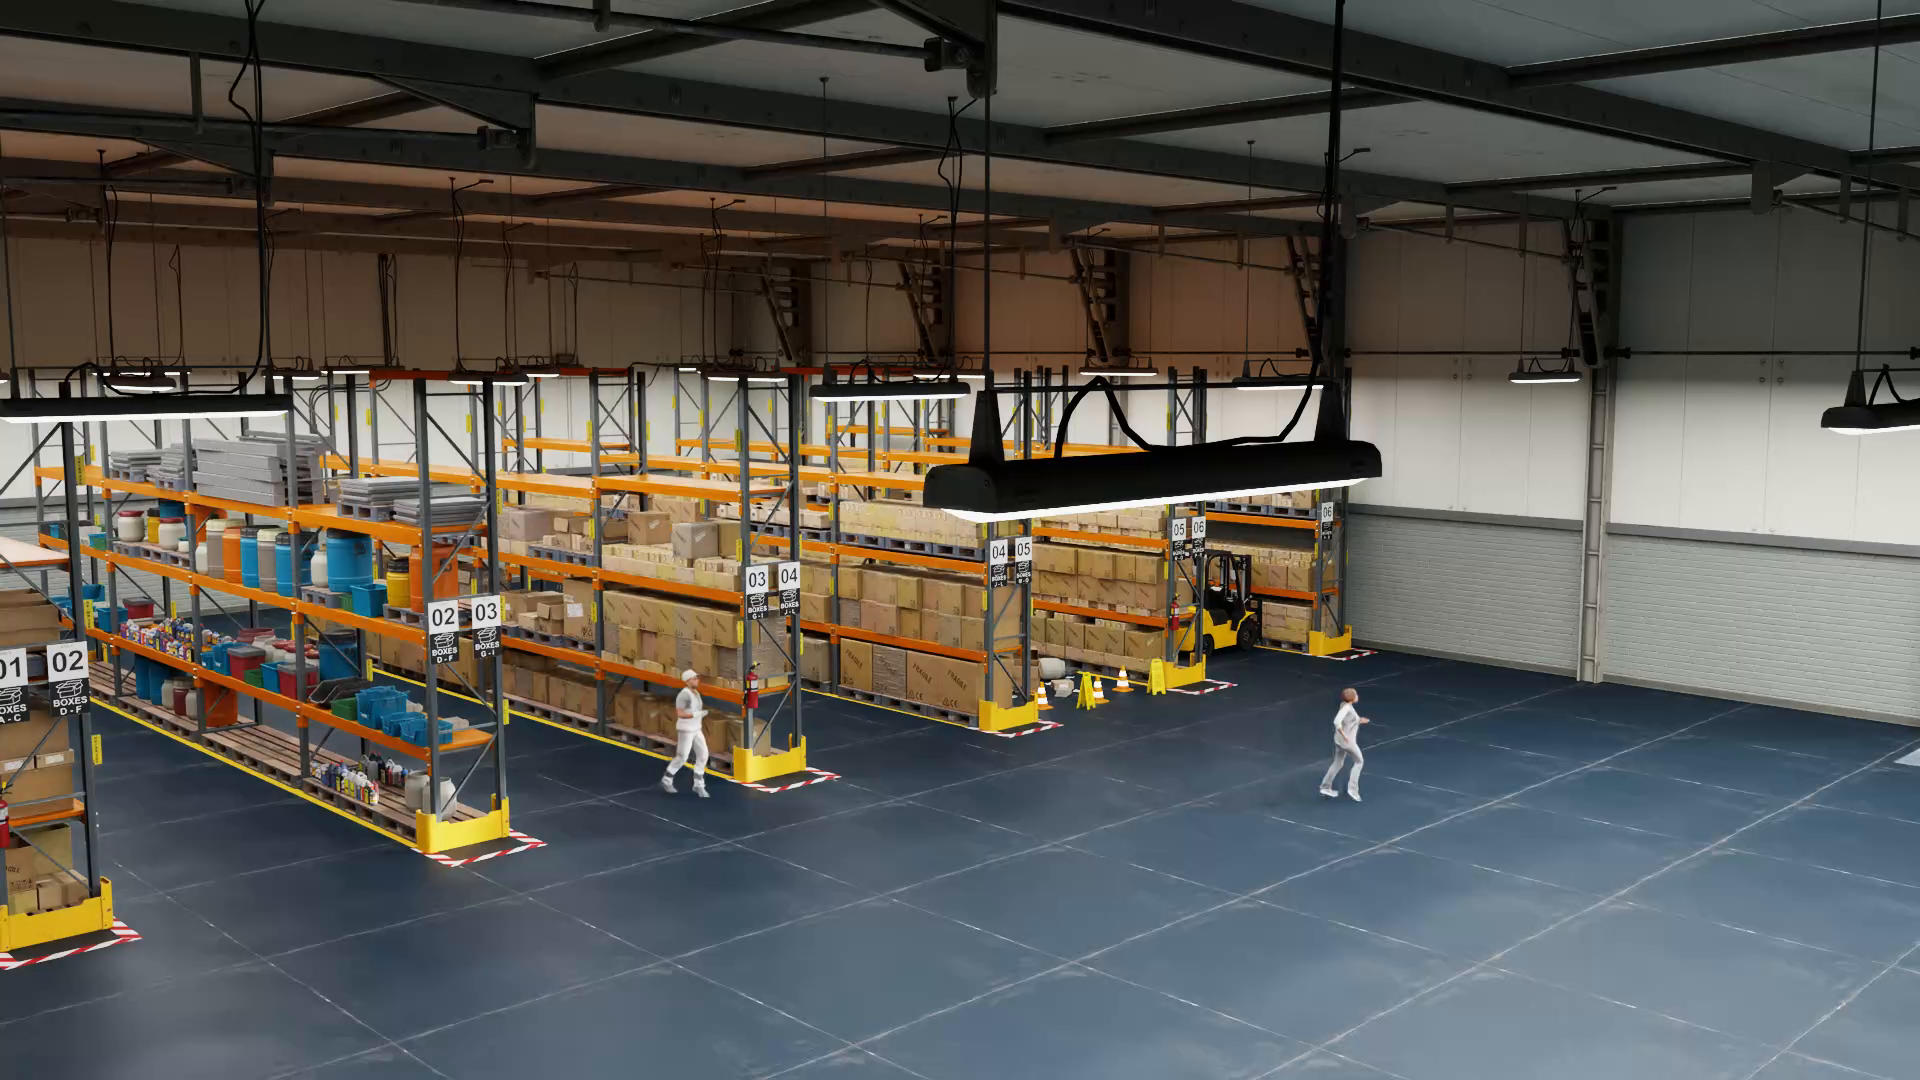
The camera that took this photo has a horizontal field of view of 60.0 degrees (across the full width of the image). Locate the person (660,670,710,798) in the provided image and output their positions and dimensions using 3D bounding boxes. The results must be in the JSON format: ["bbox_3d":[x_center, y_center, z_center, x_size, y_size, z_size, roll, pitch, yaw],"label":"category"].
[{"bbox_3d":[-3.913,2.772,23.789,0.743,1.854,0.667,2,7,17],"label":"person"}]

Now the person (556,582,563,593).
[{"bbox_3d":[-9.913,0.731,42.012,0.769,1.818,0.670,-5,8,-38],"label":"person"}]

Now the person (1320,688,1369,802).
[{"bbox_3d":[5.447,2.898,23.546,0.710,1.648,0.507,-1,6,-6],"label":"person"}]
